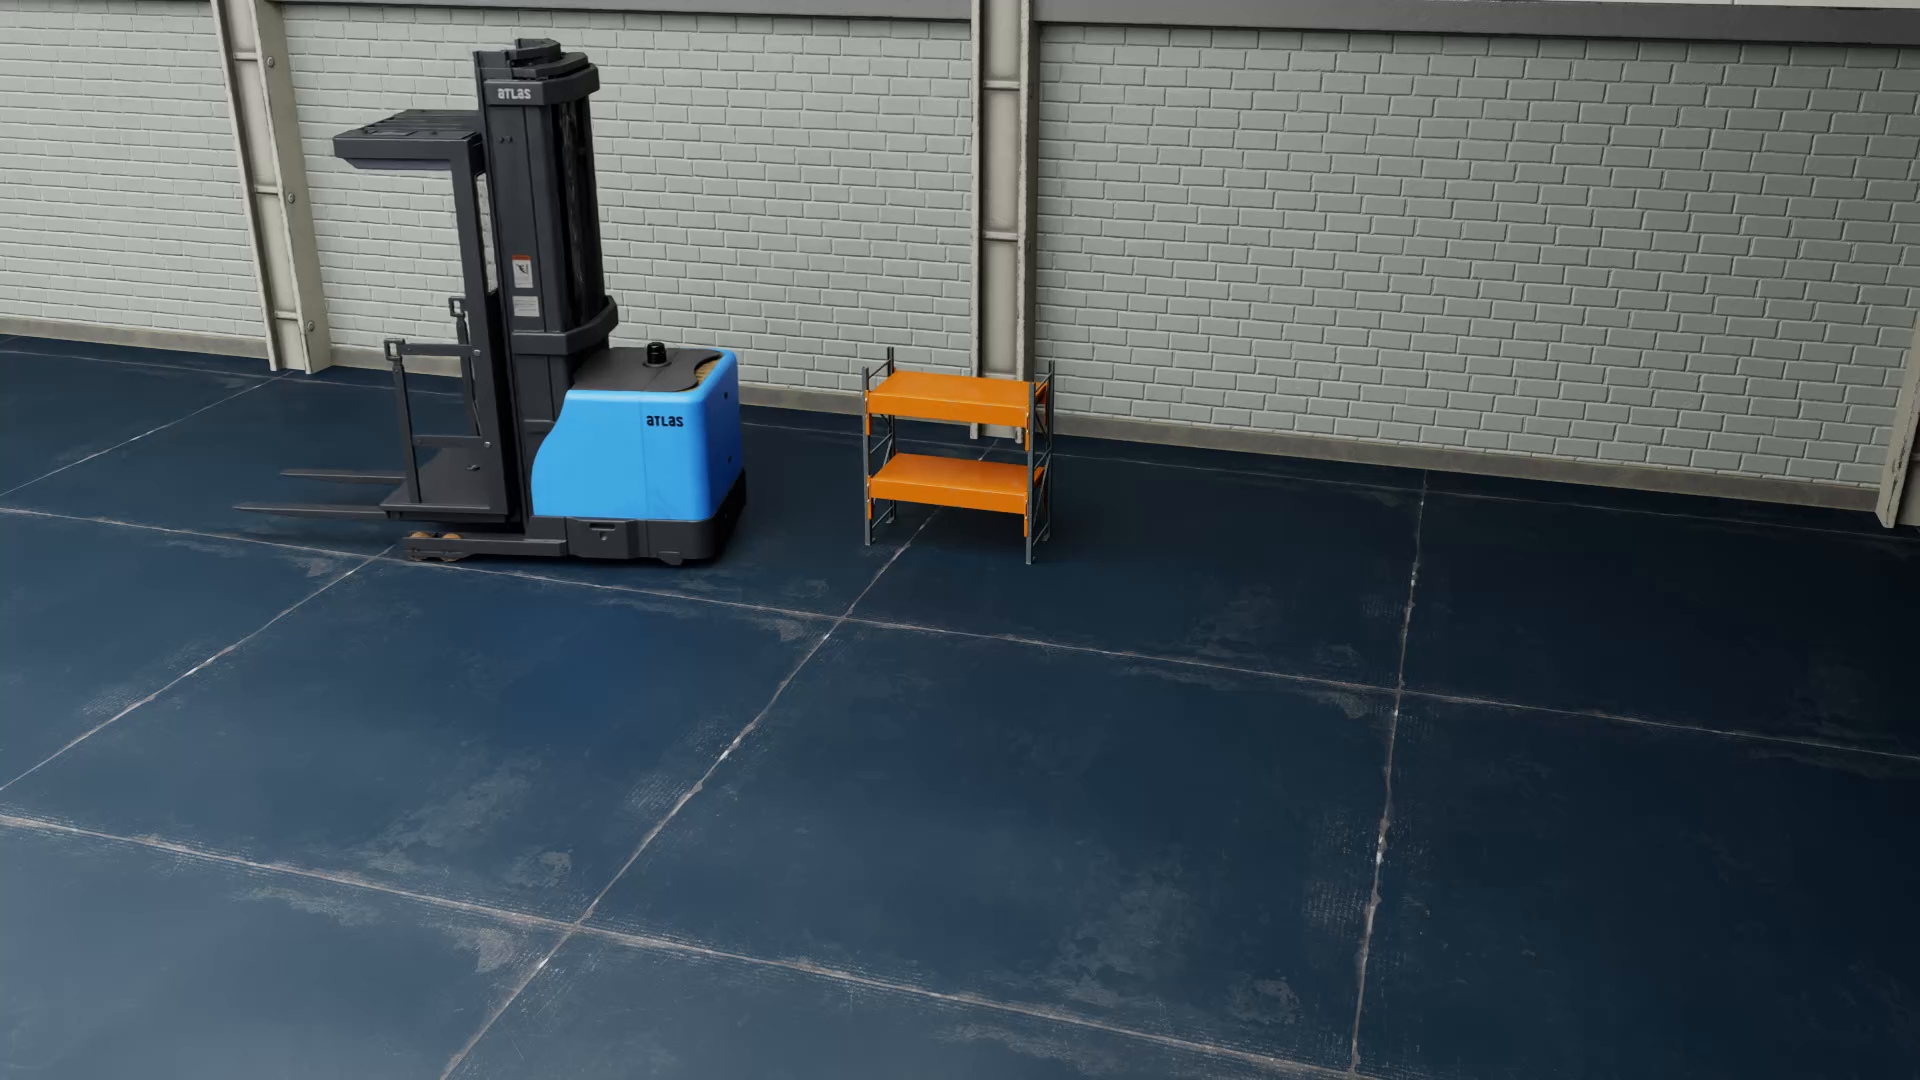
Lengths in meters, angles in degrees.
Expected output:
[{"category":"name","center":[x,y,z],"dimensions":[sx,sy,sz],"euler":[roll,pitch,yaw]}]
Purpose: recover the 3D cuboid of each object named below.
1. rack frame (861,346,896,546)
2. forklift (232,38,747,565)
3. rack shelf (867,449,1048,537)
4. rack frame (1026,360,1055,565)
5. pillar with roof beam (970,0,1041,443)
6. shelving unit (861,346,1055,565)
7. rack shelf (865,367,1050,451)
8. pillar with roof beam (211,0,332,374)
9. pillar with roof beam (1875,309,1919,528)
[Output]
[{"category":"rack frame","center":[-0.493,-0.577,10.194],"dimensions":[0.032,1.125,0.500],"euler":[7,23,16]},{"category":"forklift","center":[-2.917,-1.422,9.874],"dimensions":[3.031,2.935,1.130],"euler":[2,22,5]},{"category":"rack shelf","center":[-0.006,-0.295,10.151],"dimensions":[1.000,0.278,0.538],"euler":[7,23,16]},{"category":"rack frame","center":[0.480,-0.465,9.922],"dimensions":[0.032,1.125,0.500],"euler":[7,23,16]},{"category":"pillar with roof beam","center":[-0.937,-3.372,6.632],"dimensions":[0.400,9.000,9.100],"euler":[7,23,16]},{"category":"shelving unit","center":[-0.006,-0.521,10.058],"dimensions":[1.048,1.125,0.538],"euler":[7,23,16]},{"category":"rack shelf","center":[-0.006,-0.792,9.947],"dimensions":[1.000,0.278,0.538],"euler":[7,23,16]},{"category":"pillar with roof beam","center":[-6.681,-4.029,8.236],"dimensions":[0.400,9.000,9.100],"euler":[7,23,16]},{"category":"pillar with roof beam","center":[4.807,-2.714,5.029],"dimensions":[0.400,9.000,9.100],"euler":[7,23,16]}]
